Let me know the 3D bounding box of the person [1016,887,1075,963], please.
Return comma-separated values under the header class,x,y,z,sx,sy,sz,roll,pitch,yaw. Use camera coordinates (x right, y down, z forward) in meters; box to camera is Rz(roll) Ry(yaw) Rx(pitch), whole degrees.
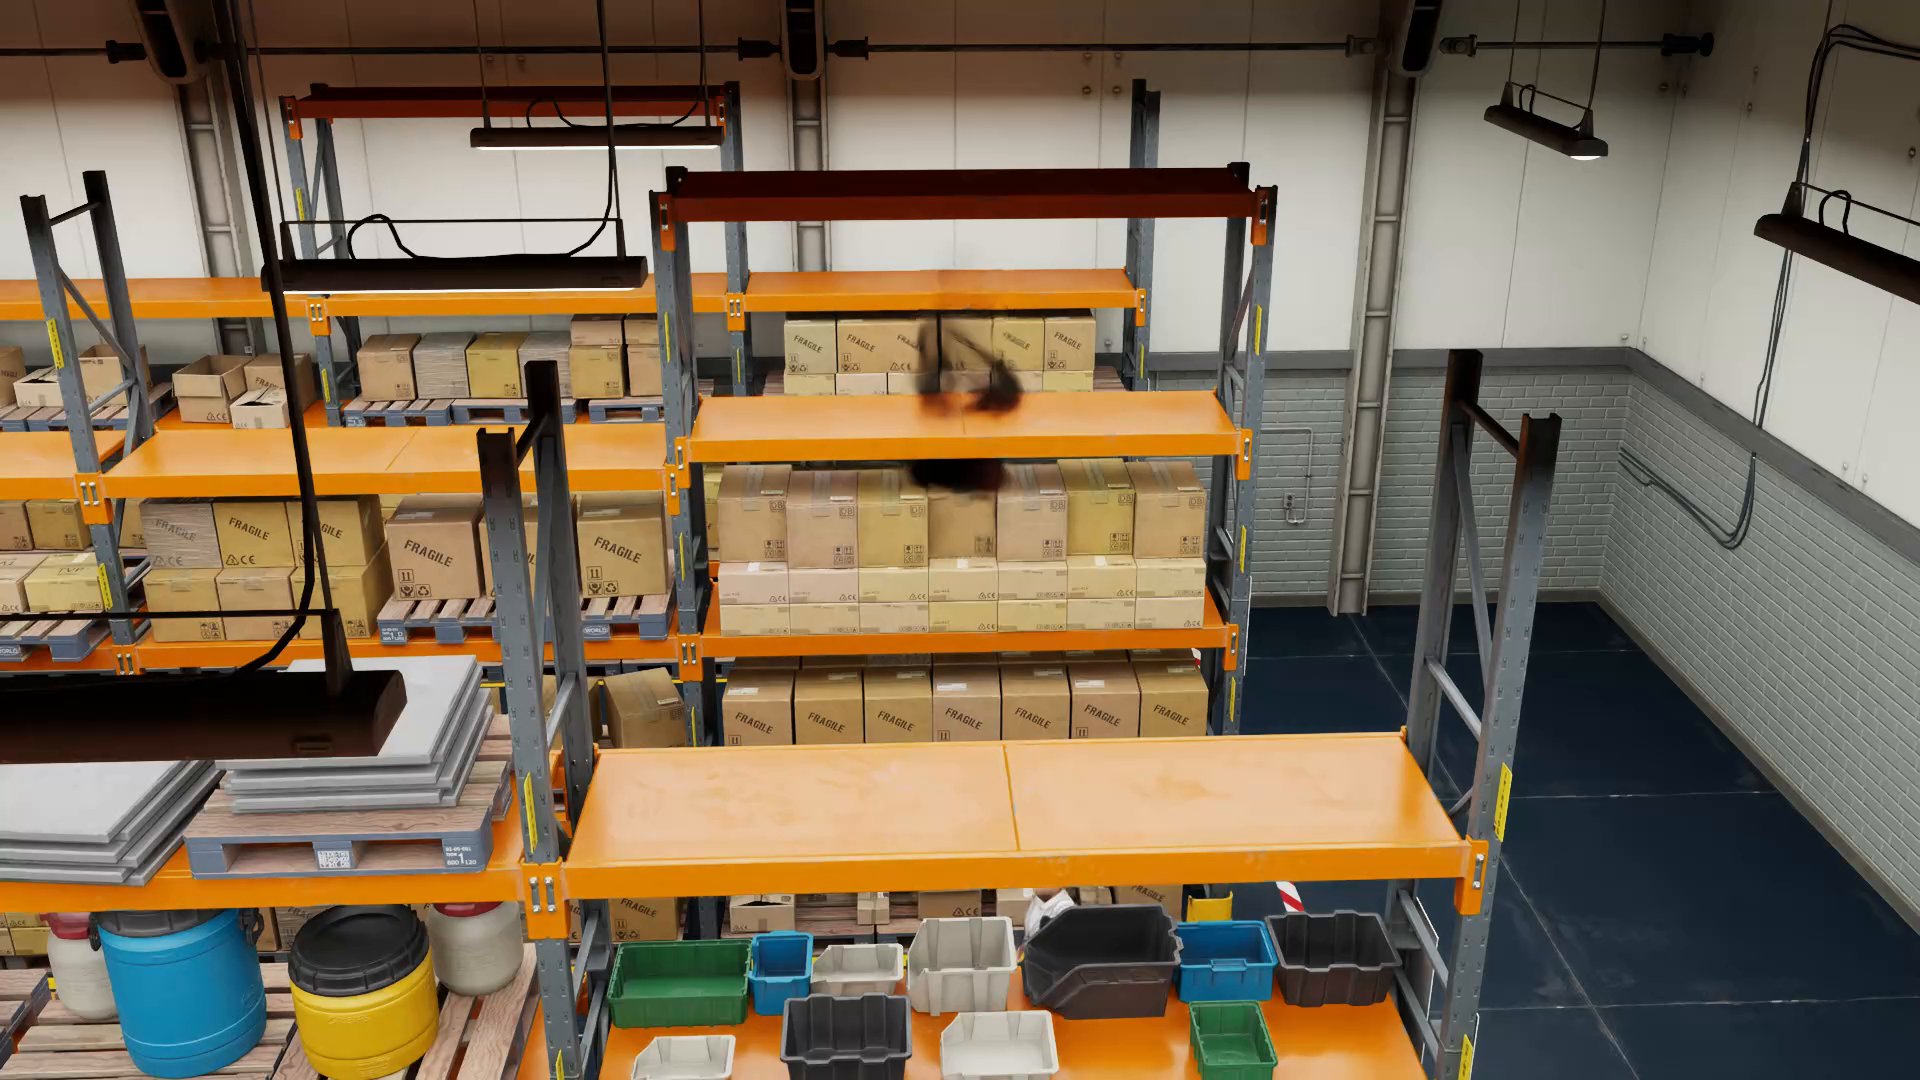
class,x,y,z,sx,sy,sz,roll,pitch,yaw
person,0.640,2.969,11.550,0.519,1.735,0.696,-7,23,-17
